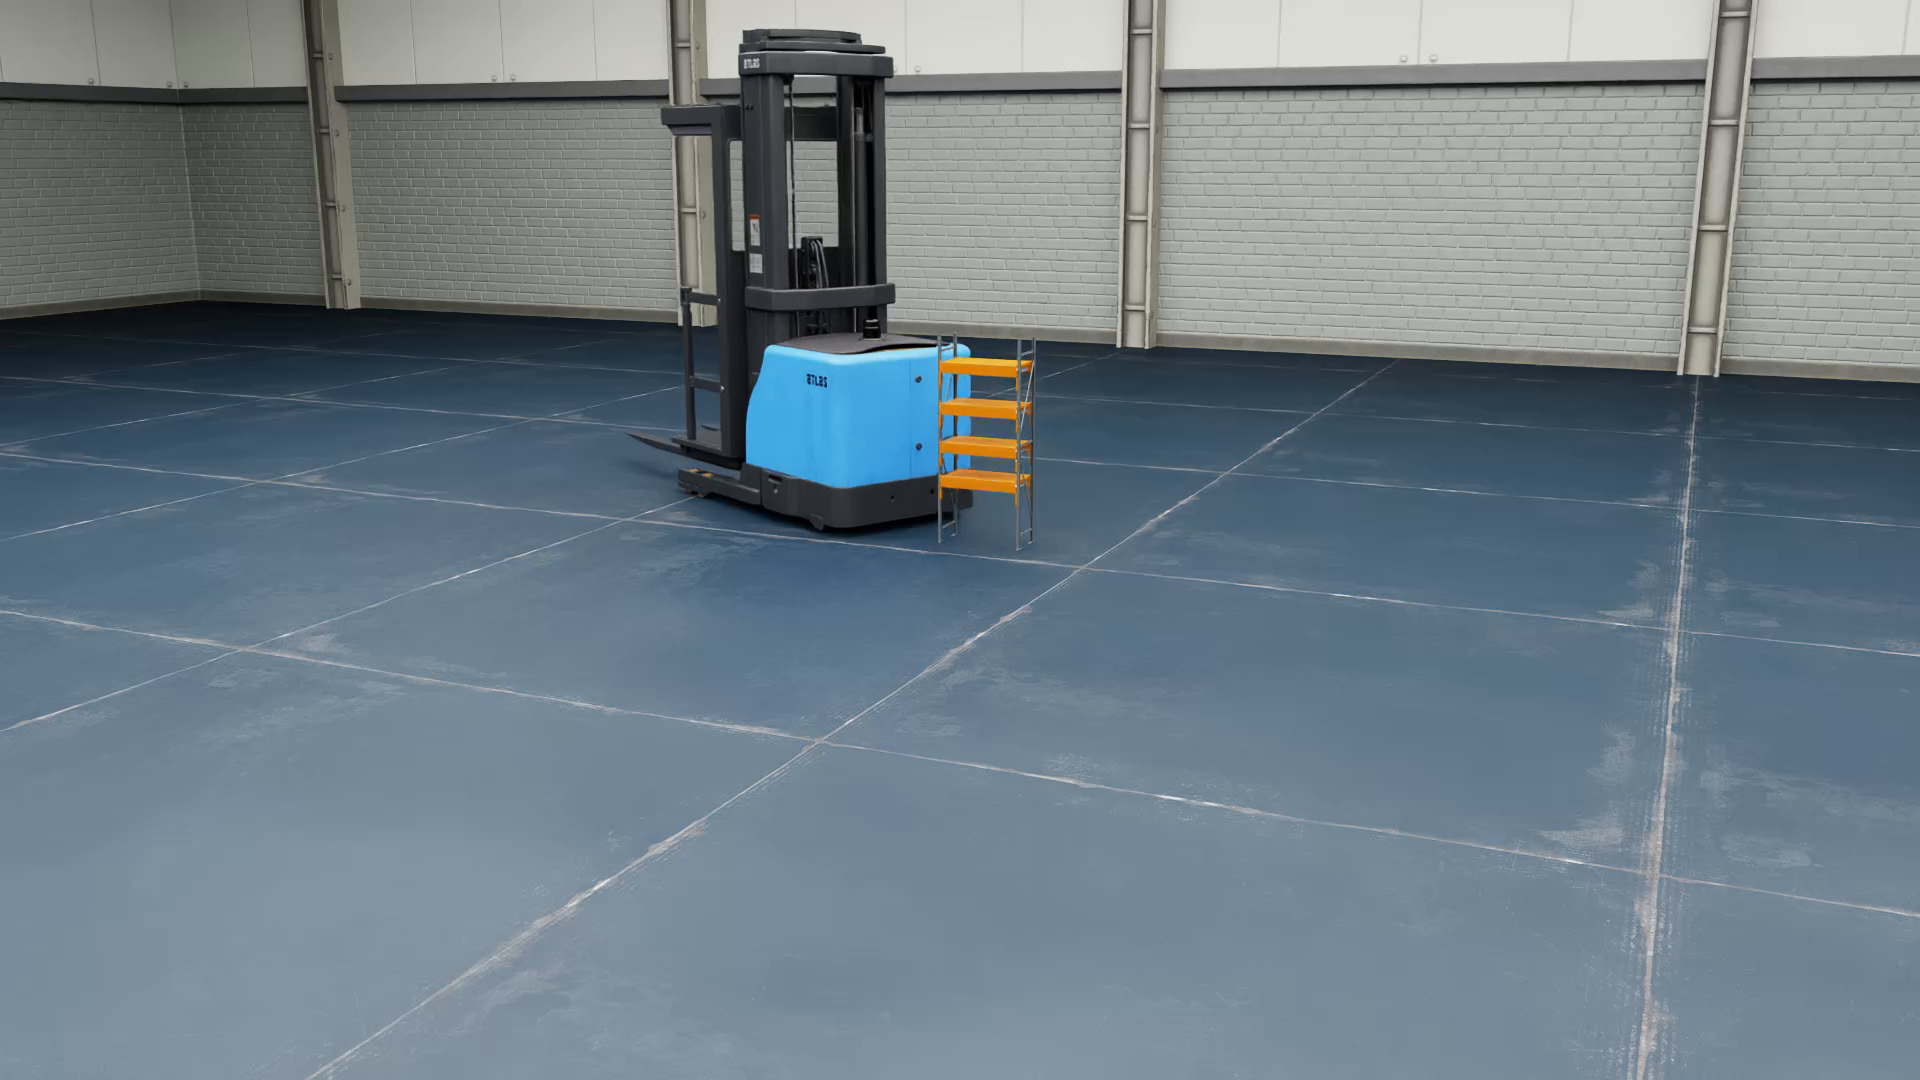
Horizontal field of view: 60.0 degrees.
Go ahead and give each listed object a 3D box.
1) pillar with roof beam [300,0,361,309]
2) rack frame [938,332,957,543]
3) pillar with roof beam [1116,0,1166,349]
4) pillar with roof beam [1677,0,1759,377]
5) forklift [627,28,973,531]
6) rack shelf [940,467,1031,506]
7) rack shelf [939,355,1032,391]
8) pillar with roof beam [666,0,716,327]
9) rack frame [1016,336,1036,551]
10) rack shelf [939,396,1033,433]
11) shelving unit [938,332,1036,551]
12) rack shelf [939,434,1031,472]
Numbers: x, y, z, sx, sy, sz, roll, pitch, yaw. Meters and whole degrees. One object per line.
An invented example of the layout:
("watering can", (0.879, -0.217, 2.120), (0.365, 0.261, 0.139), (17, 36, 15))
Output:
("pillar with roof beam", (-10.661, -6.844, 19.224), (0.400, 9.000, 9.100), (6, 14, 23))
("rack frame", (-0.072, -0.591, 9.649), (0.015, 1.200, 0.240), (6, 14, 23))
("pillar with roof beam", (0.311, -5.734, 14.492), (0.400, 9.000, 9.100), (6, 14, 23))
("pillar with roof beam", (5.797, -5.179, 12.126), (0.400, 9.000, 9.100), (6, 14, 23))
("forklift", (-1.223, -1.763, 10.853), (1.130, 2.935, 3.031), (-10, 17, -37))
("rack shelf", (0.151, -0.310, 9.613), (0.480, 0.148, 0.258), (6, 14, 23))
("rack shelf", (0.151, -0.951, 9.463), (0.480, 0.148, 0.258), (6, 14, 23))
("pillar with roof beam", (-5.175, -6.289, 16.858), (0.400, 9.000, 9.100), (6, 14, 23))
("rack frame", (0.374, -0.546, 9.456), (0.015, 1.200, 0.240), (6, 14, 23))
("rack shelf", (0.151, -0.721, 9.517), (0.480, 0.148, 0.258), (6, 14, 23))
("shelving unit", (0.151, -0.569, 9.552), (0.503, 1.200, 0.258), (6, 14, 23))
("rack shelf", (0.151, -0.503, 9.568), (0.480, 0.148, 0.258), (6, 14, 23))
